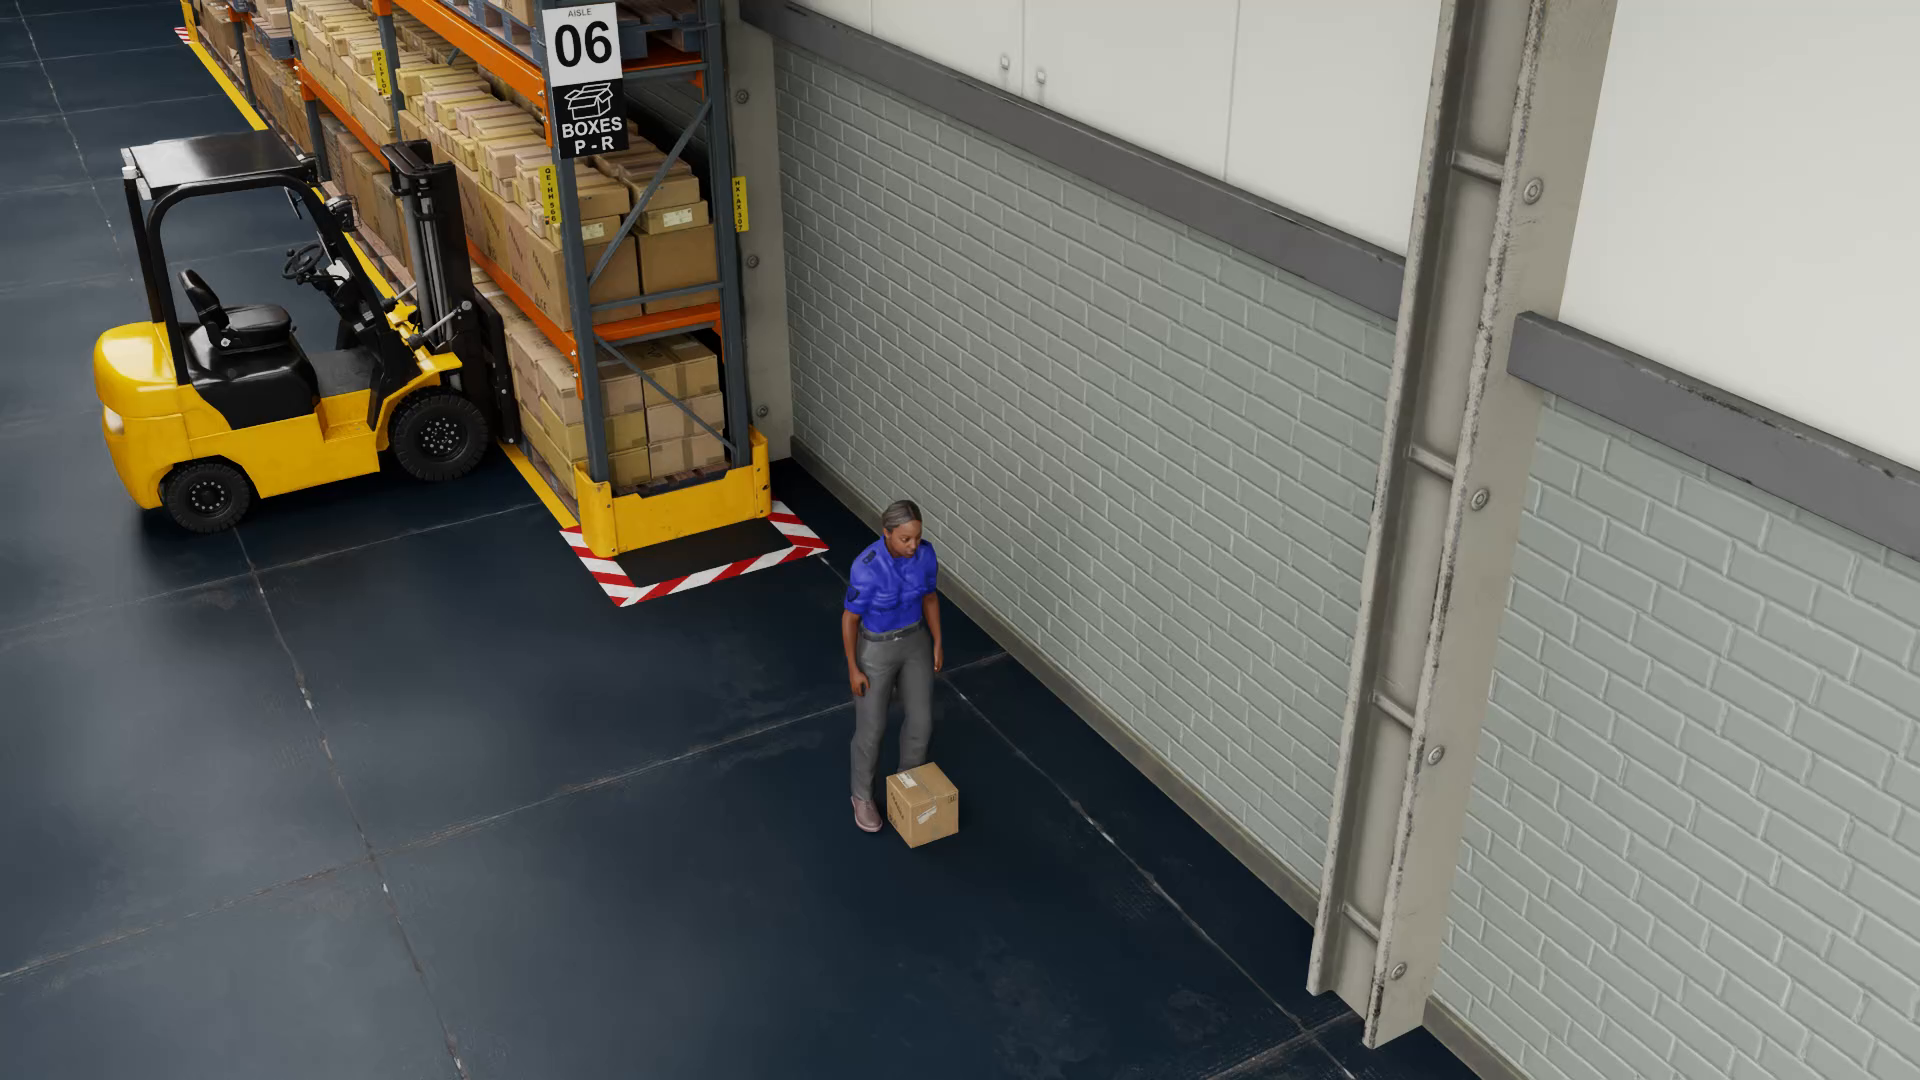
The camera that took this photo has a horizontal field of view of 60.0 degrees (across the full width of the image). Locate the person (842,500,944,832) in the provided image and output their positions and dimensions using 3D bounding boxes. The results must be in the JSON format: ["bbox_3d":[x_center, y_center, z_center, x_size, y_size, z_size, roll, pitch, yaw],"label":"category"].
[{"bbox_3d":[-0.293,0.542,7.590,0.511,1.654,0.392,-16,33,-27],"label":"person"}]
